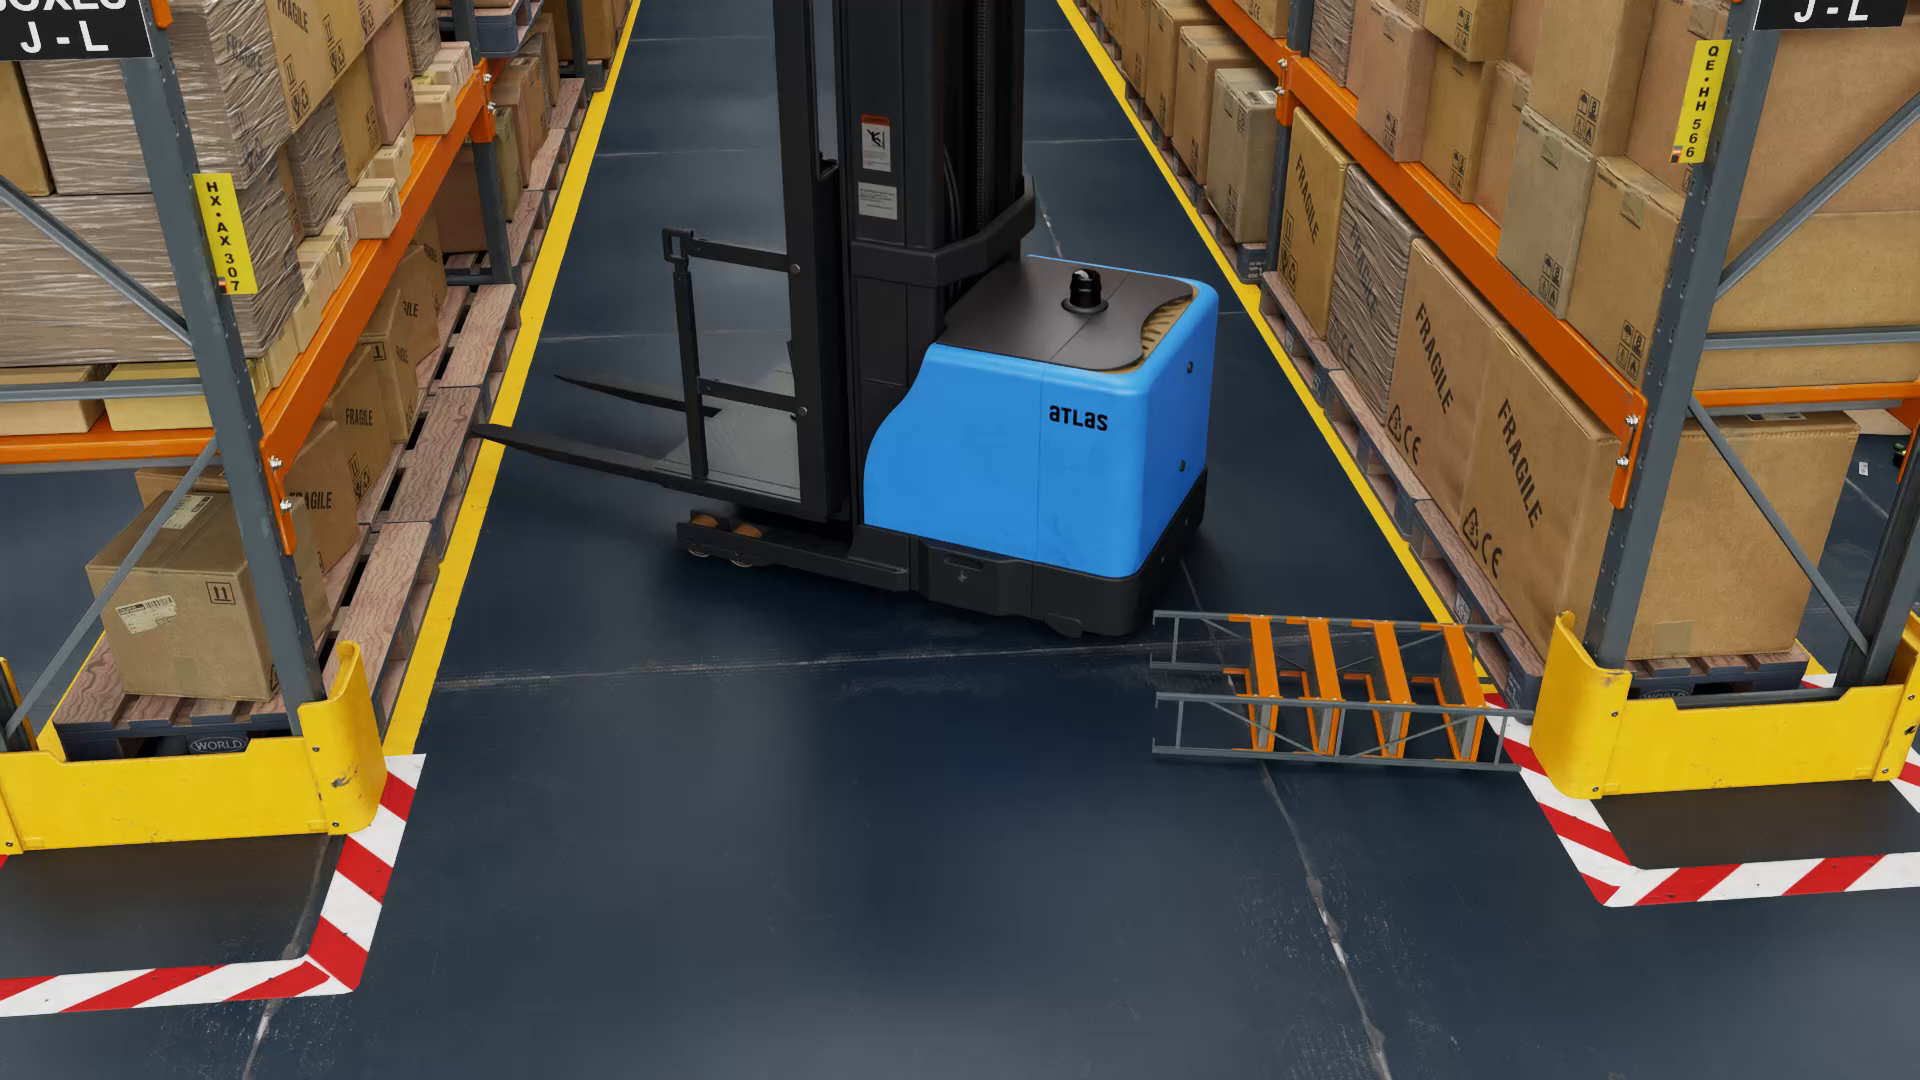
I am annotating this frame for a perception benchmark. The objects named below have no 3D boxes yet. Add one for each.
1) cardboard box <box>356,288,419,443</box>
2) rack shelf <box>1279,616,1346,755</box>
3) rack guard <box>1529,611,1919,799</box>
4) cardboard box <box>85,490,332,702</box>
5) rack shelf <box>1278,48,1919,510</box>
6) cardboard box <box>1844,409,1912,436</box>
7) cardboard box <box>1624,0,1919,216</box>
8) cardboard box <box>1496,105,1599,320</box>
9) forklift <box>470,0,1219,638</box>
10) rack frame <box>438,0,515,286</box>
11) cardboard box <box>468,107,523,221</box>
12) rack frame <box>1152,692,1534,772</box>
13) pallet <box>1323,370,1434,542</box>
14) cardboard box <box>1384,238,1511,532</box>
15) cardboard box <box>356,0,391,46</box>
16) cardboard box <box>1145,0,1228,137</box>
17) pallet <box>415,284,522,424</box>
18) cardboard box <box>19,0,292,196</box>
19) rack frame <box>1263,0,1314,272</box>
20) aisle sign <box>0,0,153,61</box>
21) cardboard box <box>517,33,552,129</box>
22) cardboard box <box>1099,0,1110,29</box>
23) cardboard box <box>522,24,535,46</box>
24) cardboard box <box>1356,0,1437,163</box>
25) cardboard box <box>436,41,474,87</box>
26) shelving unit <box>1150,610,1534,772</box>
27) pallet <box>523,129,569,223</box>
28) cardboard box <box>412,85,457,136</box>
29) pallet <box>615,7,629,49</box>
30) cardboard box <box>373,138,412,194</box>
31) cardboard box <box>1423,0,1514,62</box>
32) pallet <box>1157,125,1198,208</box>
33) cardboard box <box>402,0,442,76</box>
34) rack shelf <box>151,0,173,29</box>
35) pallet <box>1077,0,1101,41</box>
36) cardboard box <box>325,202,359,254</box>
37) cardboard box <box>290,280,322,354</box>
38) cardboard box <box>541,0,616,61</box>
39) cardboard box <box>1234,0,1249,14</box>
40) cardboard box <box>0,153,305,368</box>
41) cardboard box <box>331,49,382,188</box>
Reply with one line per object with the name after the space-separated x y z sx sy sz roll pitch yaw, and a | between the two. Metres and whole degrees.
-2.622 -0.730 7.075 0.500 0.500 0.500 -5 31 -9 | cardboard box
1.188 0.498 5.629 0.148 0.258 0.480 2 31 4 | rack shelf
2.507 0.507 5.413 1.175 0.500 0.348 -3 31 -5 | rack guard
-2.485 0.181 5.550 0.500 0.500 0.500 3 31 5 | cardboard box
2.318 -1.290 6.687 1.077 0.370 4.000 -3 31 -5 | rack shelf
4.125 -0.657 7.591 0.396 0.266 0.258 2 31 4 | cardboard box
2.509 -1.297 4.797 0.875 0.550 0.550 -3 31 -5 | cardboard box
2.352 -1.109 5.536 0.875 0.550 0.550 -3 31 -5 | cardboard box
-0.573 -1.385 6.210 3.031 2.935 1.130 12 33 20 | forklift
-2.817 -2.434 7.900 1.000 3.000 0.127 -3 31 -5 | rack frame
-2.878 -2.109 9.364 0.700 0.500 0.500 -3 31 -5 | cardboard box
1.235 0.625 5.416 1.200 0.240 0.015 2 31 4 | rack frame
2.241 -0.407 7.225 1.003 0.211 1.213 -3 31 -5 | pallet
2.291 -0.638 6.556 0.875 0.875 0.875 -3 31 -5 | cardboard box
-2.364 -2.052 5.897 0.500 0.500 0.500 -3 31 -5 | cardboard box
1.810 -3.116 10.825 1.050 0.750 0.750 -2 31 -4 | cardboard box
-2.719 -0.896 8.044 1.003 0.211 1.213 -3 31 -5 | pallet
-2.223 -1.286 4.615 0.500 0.500 0.500 -3 31 -5 | cardboard box
2.131 -2.620 8.212 1.000 3.000 0.127 -3 31 -5 | rack frame
-2.138 -1.491 3.786 0.394 0.787 0.004 -3 31 -5 | aisle sign
-3.043 -2.968 10.803 0.700 0.500 0.500 -5 31 -9 | cardboard box
1.391 -4.358 13.150 0.500 0.500 0.500 -2 31 -3 | cardboard box
-3.038 -3.303 10.632 0.500 0.250 0.500 1 31 1 | cardboard box
2.185 -1.936 6.919 0.875 0.550 0.550 -3 31 -5 | cardboard box
-2.504 -2.231 7.804 0.380 0.149 0.250 -3 31 -5 | cardboard box
1.255 0.501 5.625 1.200 0.258 0.503 2 31 4 | shelving unit
-3.008 -2.259 10.326 1.003 0.211 1.213 -3 31 -5 | pallet
-2.392 -1.850 7.167 0.380 0.149 0.250 -3 31 -5 | cardboard box
-3.300 -4.307 13.755 1.003 0.211 1.213 -3 31 -5 | pallet
-2.378 -1.464 6.521 0.380 0.149 0.250 -3 31 -5 | cardboard box
2.269 -2.130 6.192 0.875 0.550 0.500 -3 31 -5 | cardboard box
1.867 -2.438 10.625 1.003 0.211 1.213 -3 31 -5 | pallet
-2.836 -2.372 7.409 0.875 0.500 0.500 -3 31 -5 | cardboard box
-2.630 -2.392 5.606 1.077 0.370 4.000 -3 31 -5 | rack shelf
1.575 -4.486 14.054 1.003 0.211 1.213 -3 31 -5 | pallet
-2.356 -1.079 5.876 0.380 0.149 0.250 -3 31 -5 | cardboard box
-2.245 -0.698 5.238 0.380 0.149 0.250 -3 31 -5 | cardboard box
-3.234 -4.098 12.348 1.225 0.875 0.875 -4 31 -7 | cardboard box
1.769 -3.175 9.042 0.500 0.500 0.500 -3 31 -5 | cardboard box
-2.467 -0.845 4.852 0.875 0.500 0.500 -3 31 -5 | cardboard box
-2.672 -1.607 6.128 0.875 0.500 0.500 -3 31 -5 | cardboard box
